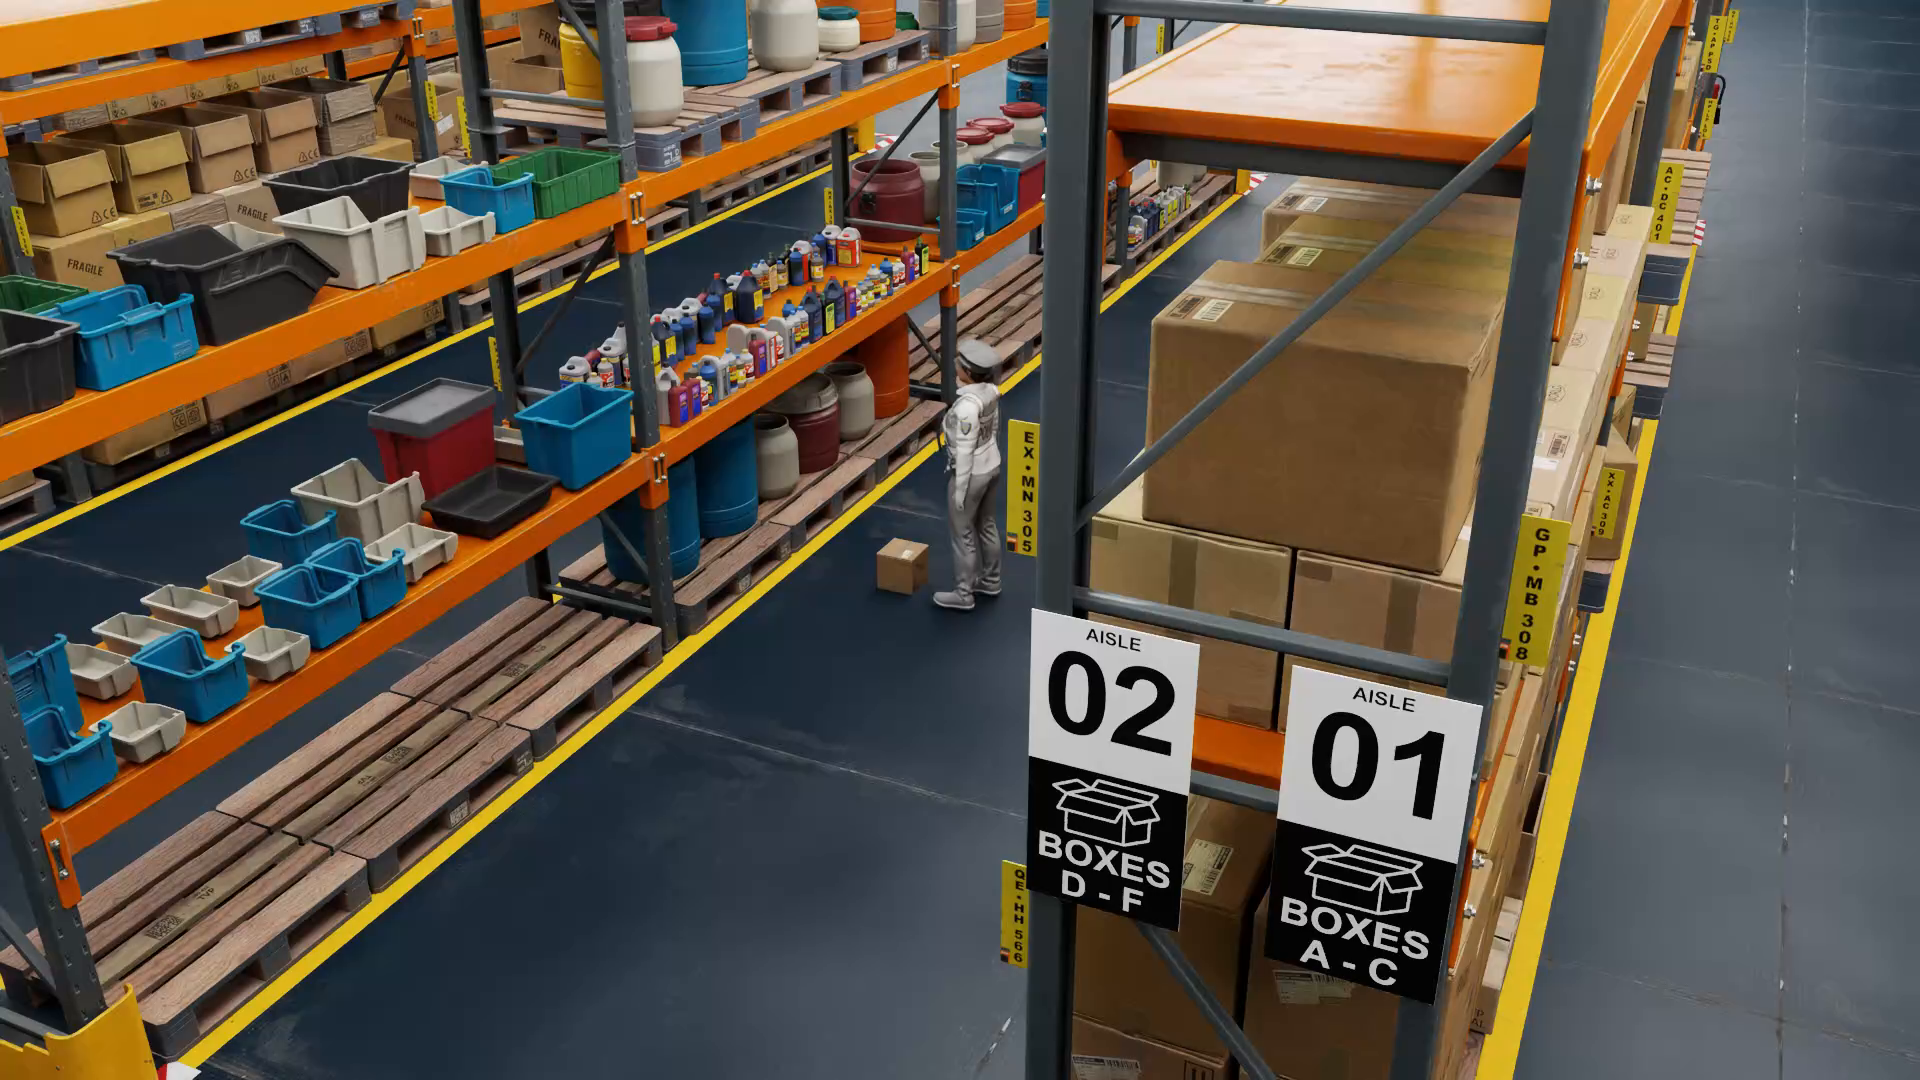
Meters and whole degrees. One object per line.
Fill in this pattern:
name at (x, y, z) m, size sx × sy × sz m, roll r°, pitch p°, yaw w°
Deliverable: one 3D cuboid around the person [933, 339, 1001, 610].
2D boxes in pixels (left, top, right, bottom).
person at (0.064, -0.412, 10.165) m, size 0.356 × 1.689 × 0.507 m, roll 11°, pitch 29°, yaw 22°
